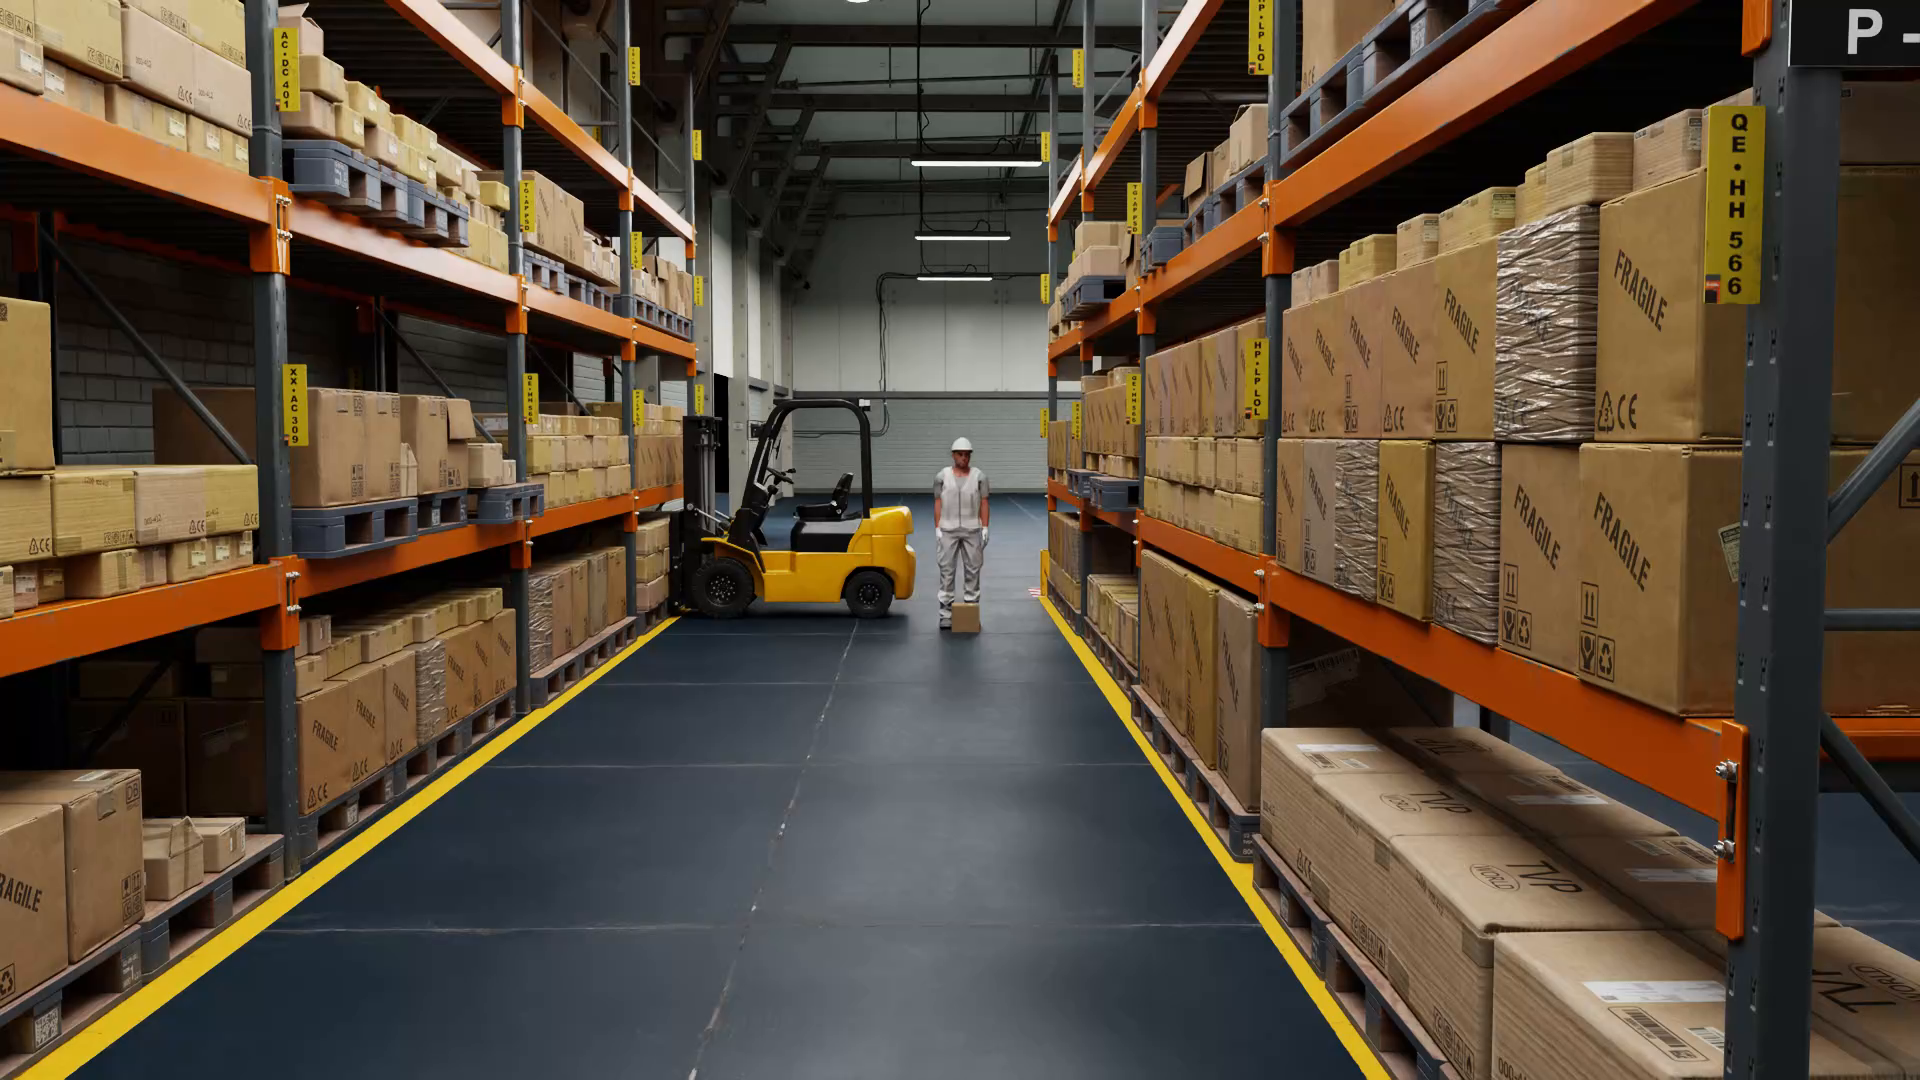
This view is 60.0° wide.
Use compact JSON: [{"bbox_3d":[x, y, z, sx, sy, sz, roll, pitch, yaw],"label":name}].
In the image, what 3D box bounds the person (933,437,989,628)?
[{"bbox_3d":[0.014,-0.068,15.567,0.525,1.783,0.341,0,4,-2],"label":"person"}]
